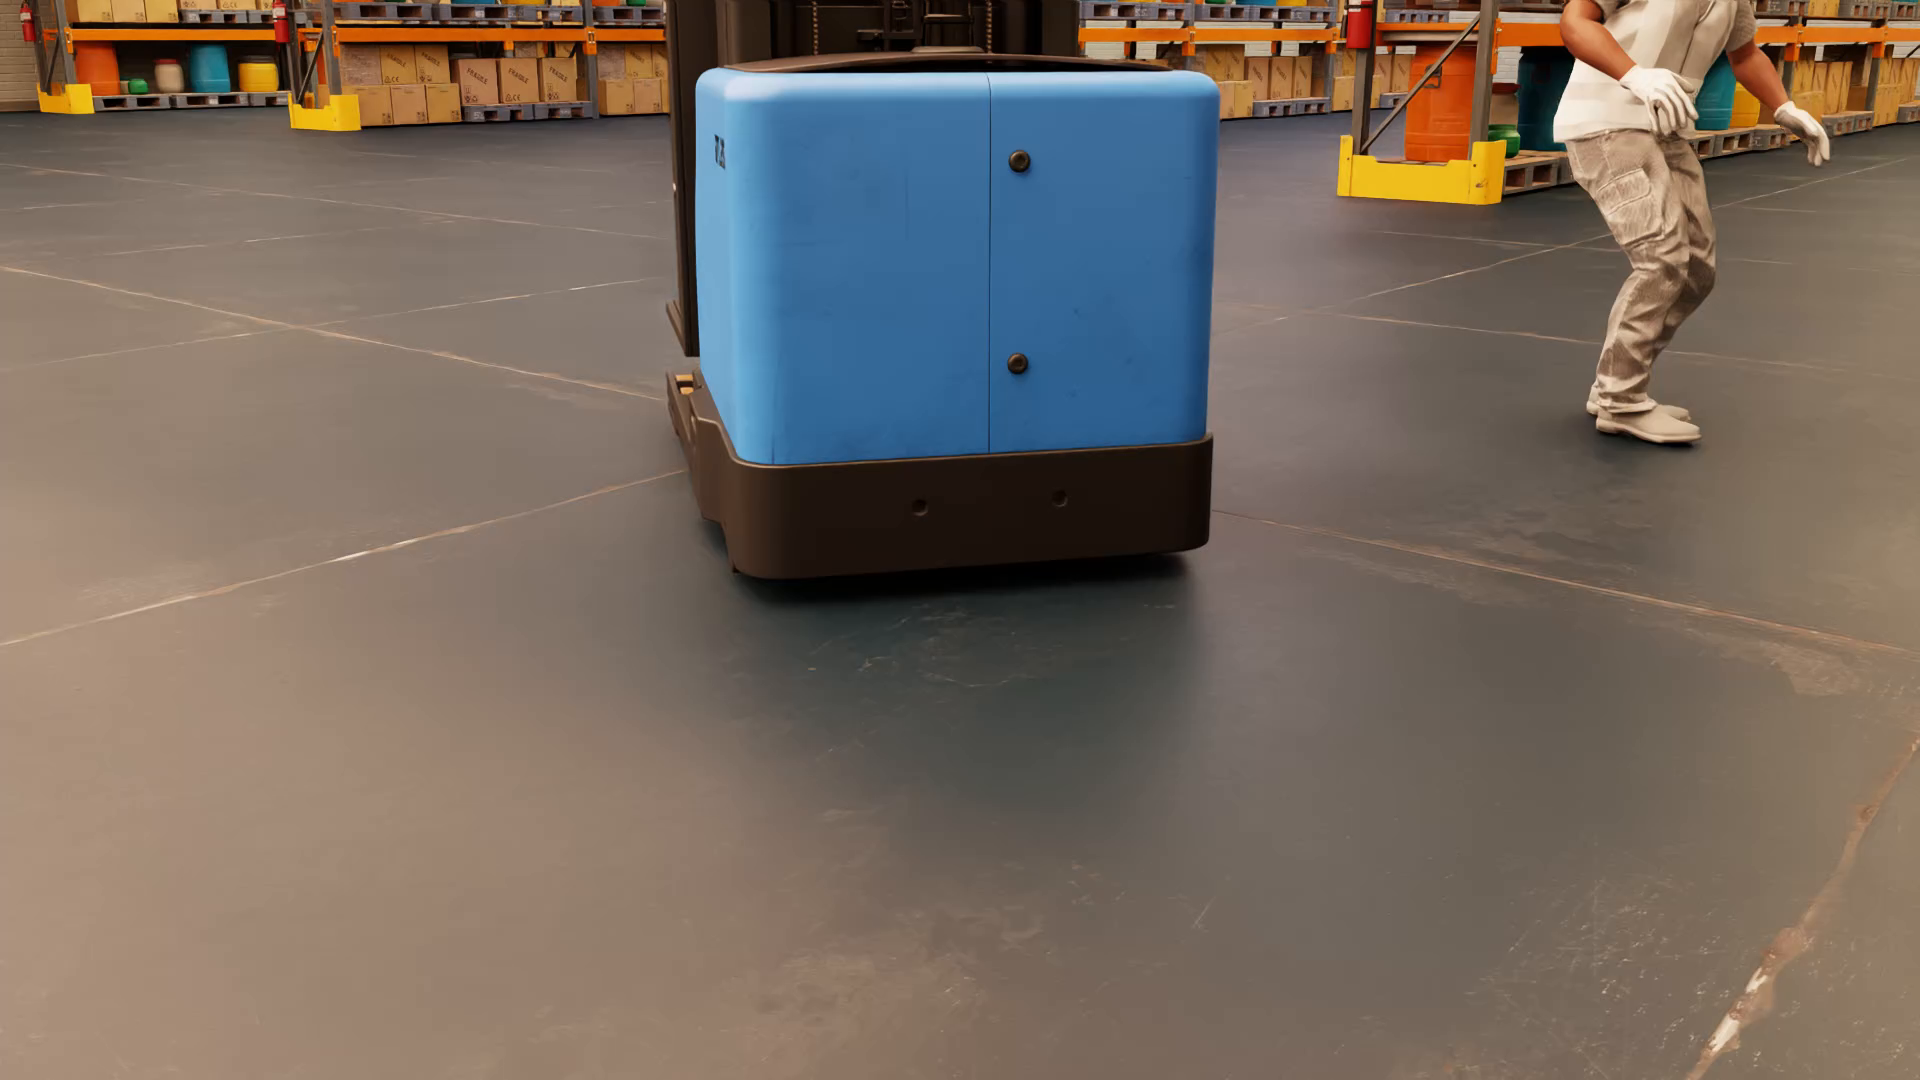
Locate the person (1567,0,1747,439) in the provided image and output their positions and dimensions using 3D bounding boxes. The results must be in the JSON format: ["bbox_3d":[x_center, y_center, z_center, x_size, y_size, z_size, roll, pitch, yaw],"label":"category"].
[{"bbox_3d":[2.076,-1.201,4.851,0.630,1.772,0.449,-11,20,-32],"label":"person"}]

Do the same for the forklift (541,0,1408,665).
[{"bbox_3d":[-0.312,-1.555,4.018,1.130,2.935,3.031,-10,19,-29],"label":"forklift"}]
